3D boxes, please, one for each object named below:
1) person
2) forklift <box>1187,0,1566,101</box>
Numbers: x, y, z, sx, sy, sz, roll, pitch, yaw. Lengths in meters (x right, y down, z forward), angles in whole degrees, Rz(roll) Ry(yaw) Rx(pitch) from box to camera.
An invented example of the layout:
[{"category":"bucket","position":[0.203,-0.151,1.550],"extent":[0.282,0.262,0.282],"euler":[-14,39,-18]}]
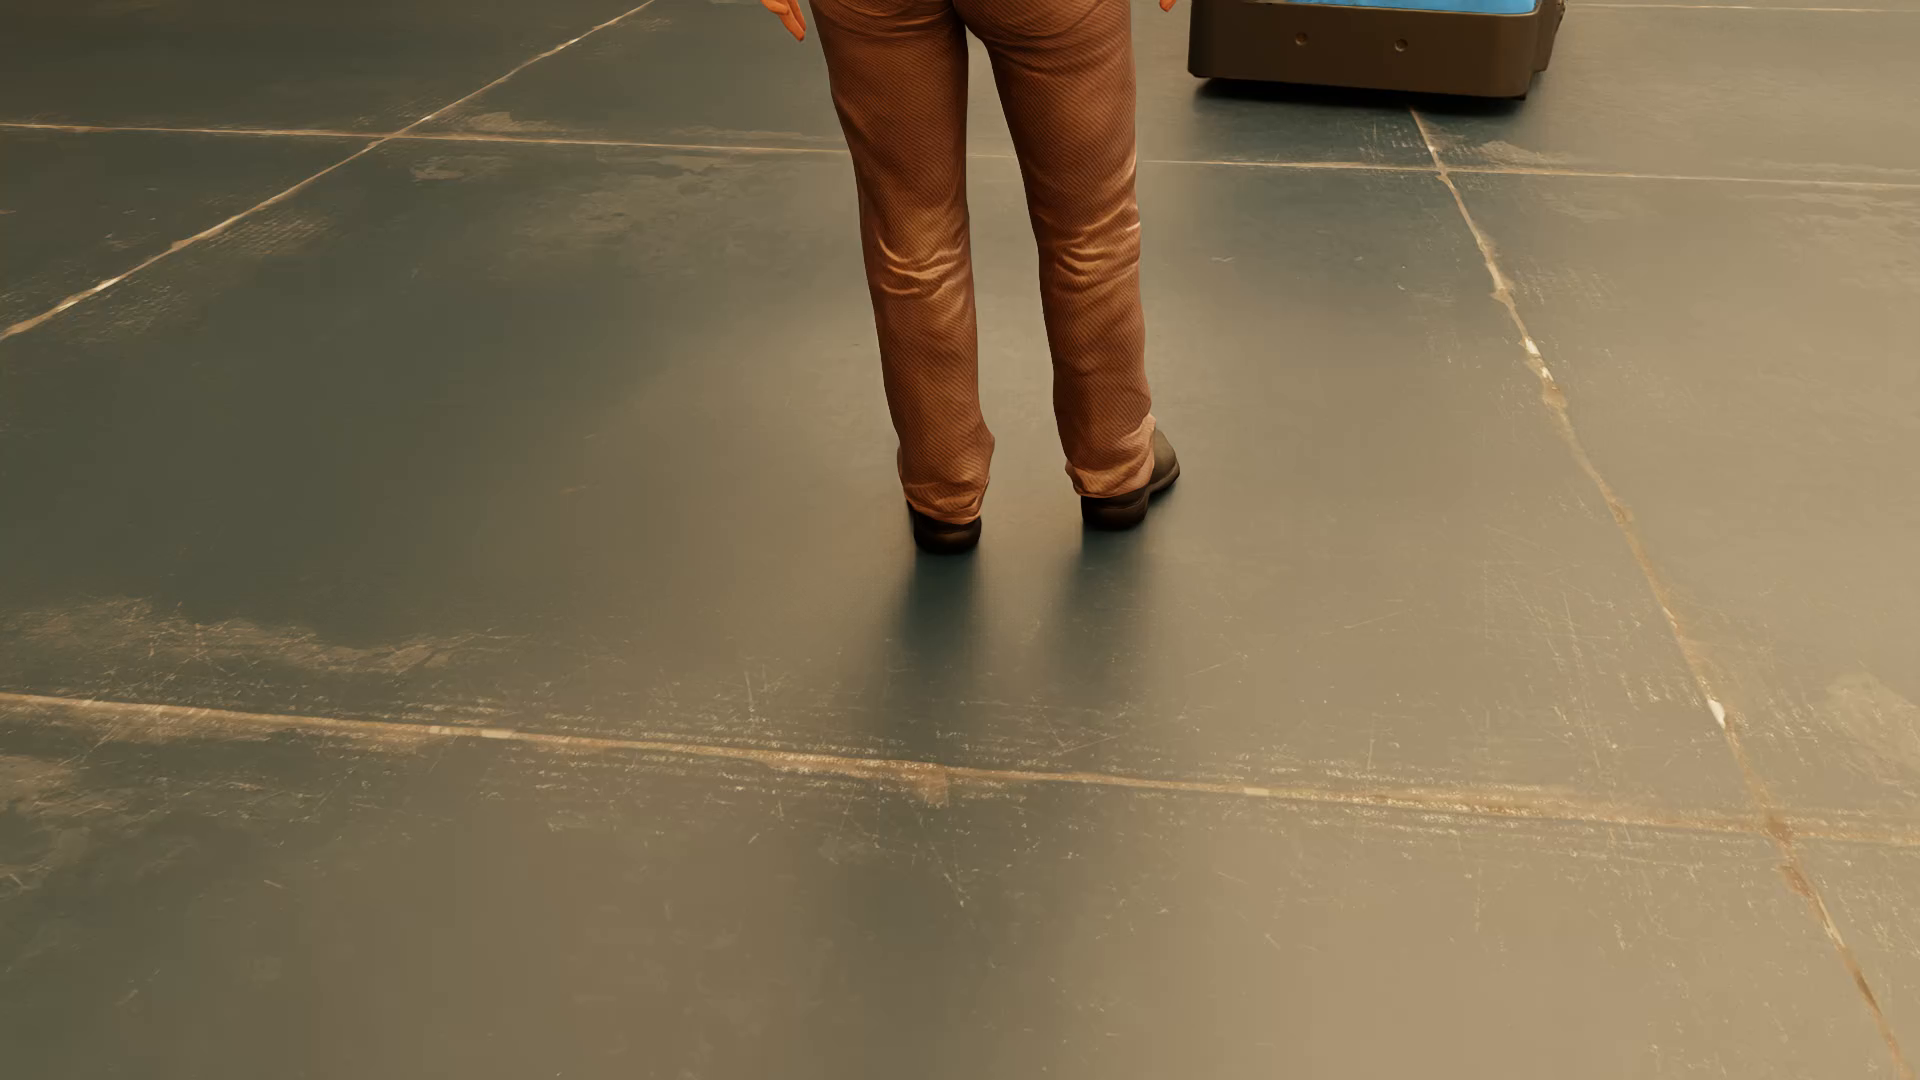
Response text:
[{"category":"person","position":[0.016,-0.804,2.166],"extent":[0.632,1.720,0.568],"euler":[3,27,7]},{"category":"forklift","position":[1.731,-3.281,5.794],"extent":[1.130,2.935,3.031],"euler":[10,28,18]}]
